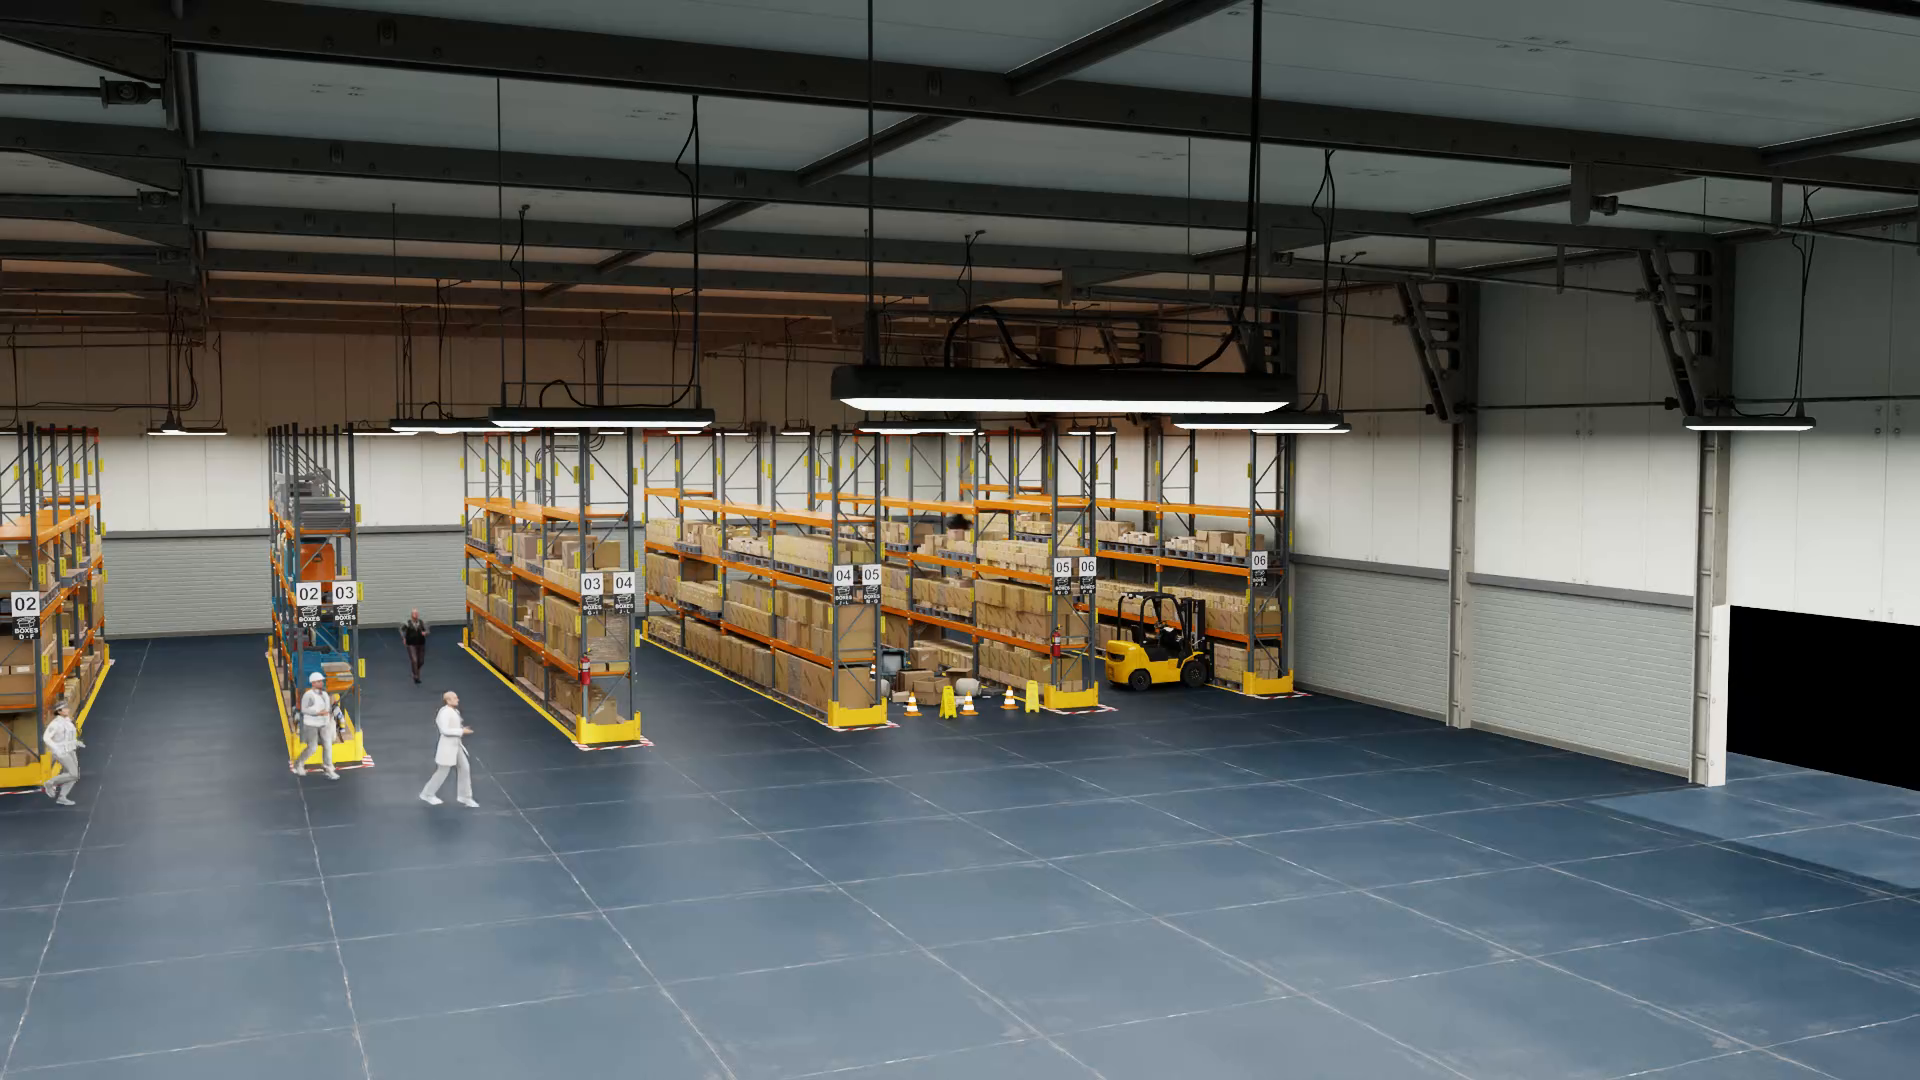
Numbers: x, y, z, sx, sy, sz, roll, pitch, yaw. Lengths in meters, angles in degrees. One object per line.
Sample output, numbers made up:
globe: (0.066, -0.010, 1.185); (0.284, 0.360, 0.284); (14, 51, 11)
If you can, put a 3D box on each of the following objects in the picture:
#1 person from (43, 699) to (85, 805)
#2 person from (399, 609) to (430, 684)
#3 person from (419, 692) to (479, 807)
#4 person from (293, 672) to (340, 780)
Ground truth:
person: (-14.005, 3.320, 25.994); (0.554, 1.655, 0.616); (0, 3, -1)
person: (-12.739, 2.471, 38.906); (0.662, 1.698, 0.961); (-2, 4, -33)
person: (-7.941, 3.361, 25.763); (0.892, 1.645, 0.690); (0, 3, 2)
person: (-10.834, 3.120, 27.984); (0.854, 1.801, 0.675); (1, 4, 22)
